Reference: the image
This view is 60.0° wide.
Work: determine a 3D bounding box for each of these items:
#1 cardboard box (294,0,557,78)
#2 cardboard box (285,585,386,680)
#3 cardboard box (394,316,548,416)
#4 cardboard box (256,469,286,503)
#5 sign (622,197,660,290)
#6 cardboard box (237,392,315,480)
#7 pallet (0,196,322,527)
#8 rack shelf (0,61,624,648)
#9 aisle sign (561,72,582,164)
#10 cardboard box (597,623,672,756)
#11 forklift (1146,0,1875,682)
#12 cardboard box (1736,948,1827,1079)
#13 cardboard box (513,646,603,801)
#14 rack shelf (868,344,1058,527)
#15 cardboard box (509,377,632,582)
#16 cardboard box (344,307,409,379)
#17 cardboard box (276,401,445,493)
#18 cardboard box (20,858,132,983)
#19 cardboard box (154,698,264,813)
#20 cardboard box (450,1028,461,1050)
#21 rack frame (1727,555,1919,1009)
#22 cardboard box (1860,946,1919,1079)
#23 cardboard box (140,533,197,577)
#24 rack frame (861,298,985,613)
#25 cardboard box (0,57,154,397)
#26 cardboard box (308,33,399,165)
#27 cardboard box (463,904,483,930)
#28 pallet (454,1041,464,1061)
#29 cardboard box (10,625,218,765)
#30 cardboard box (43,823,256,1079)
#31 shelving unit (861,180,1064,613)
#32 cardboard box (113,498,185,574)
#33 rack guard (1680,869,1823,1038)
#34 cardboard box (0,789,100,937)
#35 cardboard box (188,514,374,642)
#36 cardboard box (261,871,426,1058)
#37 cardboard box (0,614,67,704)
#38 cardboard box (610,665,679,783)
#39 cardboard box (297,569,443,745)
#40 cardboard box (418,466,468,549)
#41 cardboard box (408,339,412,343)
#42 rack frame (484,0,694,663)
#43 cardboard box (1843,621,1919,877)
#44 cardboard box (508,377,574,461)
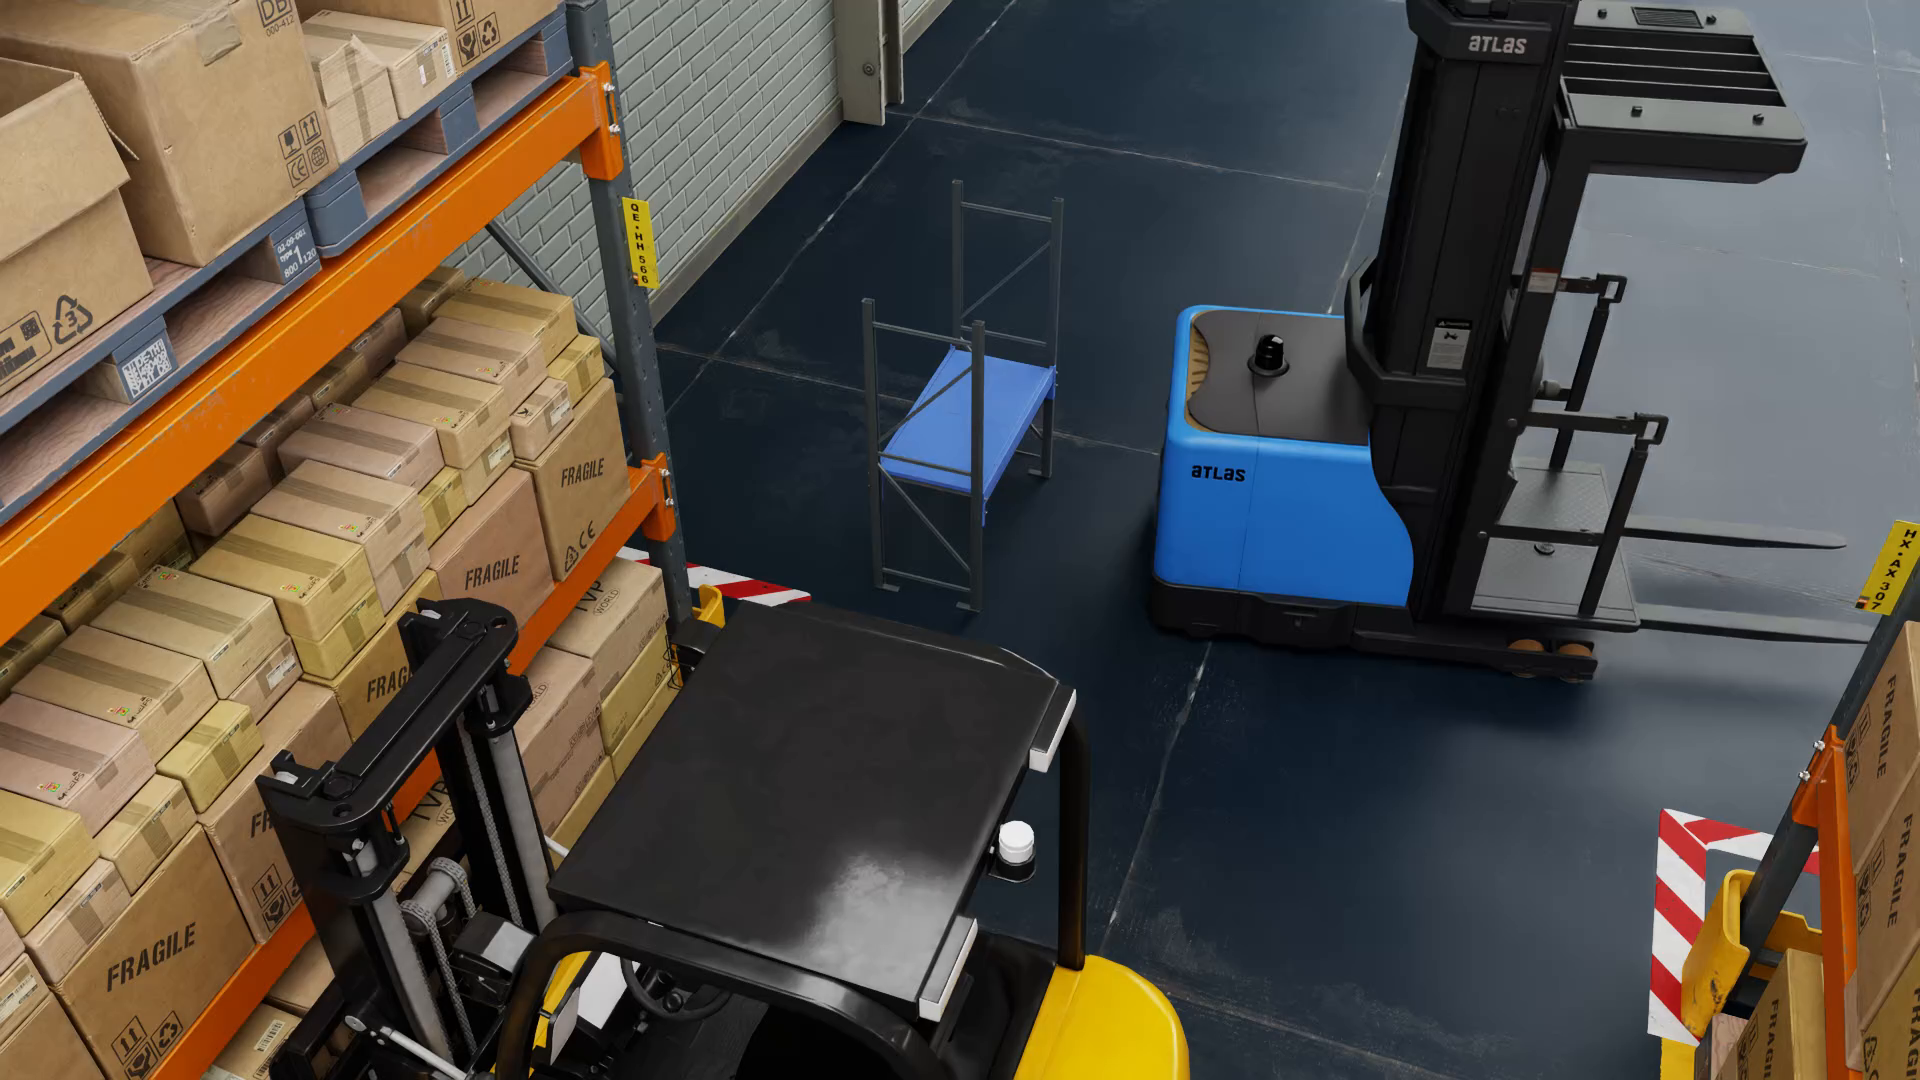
[{"bbox_3d":[-1.476,-1.622,4.505,0.500,0.500,0.500,15,43,16],"label":"cardboard box"},{"bbox_3d":[-1.825,0.207,4.573,0.380,0.149,0.250,14,42,15],"label":"cardboard box"},{"bbox_3d":[-1.533,-0.545,5.225,0.380,0.149,0.250,13,42,15],"label":"cardboard box"},{"bbox_3d":[-2.180,-0.237,5.094,0.380,0.149,0.250,12,42,14],"label":"cardboard box"},{"bbox_3d":[-1.049,-0.971,5.456,0.100,0.325,0.005,13,42,15],"label":"sign"},{"bbox_3d":[-2.166,-0.346,4.992,0.380,0.149,0.250,14,42,15],"label":"cardboard box"},{"bbox_3d":[-2.235,-0.505,3.741,1.003,0.211,1.213,13,42,15],"label":"pallet"},{"bbox_3d":[-2.238,-0.217,3.890,1.077,0.370,4.000,13,42,15],"label":"rack shelf"},{"bbox_3d":[-1.255,-1.533,5.187,0.394,0.787,0.004,13,42,15],"label":"aisle sign"},{"bbox_3d":[-1.427,0.493,6.225,0.500,0.250,0.500,13,42,15],"label":"cardboard box"},{"bbox_3d":[2.371,-0.887,6.485,3.031,2.935,1.130,5,41,6],"label":"forklift"},{"bbox_3d":[2.569,1.576,4.762,0.500,0.500,0.500,12,42,14],"label":"cardboard box"},{"bbox_3d":[-1.587,0.599,5.715,0.500,0.250,0.500,14,42,16],"label":"cardboard box"},{"bbox_3d":[0.029,-0.486,7.395,0.538,0.185,1.000,13,42,15],"label":"rack shelf"},{"bbox_3d":[-1.475,-0.249,5.607,0.500,0.500,0.500,12,42,14],"label":"cardboard box"},{"bbox_3d":[-2.019,-0.662,5.362,0.380,0.149,0.250,15,43,17],"label":"cardboard box"},{"bbox_3d":[-1.752,-0.244,4.872,0.380,0.149,0.250,14,42,15],"label":"cardboard box"},{"bbox_3d":[-2.170,0.832,3.840,0.380,0.149,0.250,13,42,15],"label":"cardboard box"},{"bbox_3d":[-2.018,0.511,4.217,0.380,0.149,0.250,12,42,14],"label":"cardboard box"},{"bbox_3d":[-1.933,1.600,5.313,0.500,0.250,0.500,15,43,16],"label":"cardboard box"},{"bbox_3d":[3.112,0.530,4.771,1.000,3.000,0.127,13,42,15],"label":"rack frame"},{"bbox_3d":[2.342,1.234,3.640,0.500,0.500,0.500,13,42,14],"label":"cardboard box"},{"bbox_3d":[-2.420,0.064,4.741,0.380,0.149,0.250,15,43,17],"label":"cardboard box"},{"bbox_3d":[-0.145,-0.313,6.914,0.500,1.500,0.032,13,42,15],"label":"rack frame"},{"bbox_3d":[-2.156,-0.673,3.390,0.797,0.503,0.637,15,43,16],"label":"cardboard box"},{"bbox_3d":[-1.639,-1.130,4.109,0.396,0.266,0.258,13,42,15],"label":"cardboard box"},{"bbox_3d":[-1.765,1.116,5.494,0.500,0.250,0.500,12,42,14],"label":"cardboard box"},{"bbox_3d":[-2.195,1.709,5.538,1.003,0.211,1.213,13,42,15],"label":"pallet"},{"bbox_3d":[-2.099,0.384,4.136,0.380,0.149,0.250,13,42,15],"label":"cardboard box"},{"bbox_3d":[-2.190,0.989,4.156,0.500,0.500,0.500,13,42,15],"label":"cardboard box"},{"bbox_3d":[0.029,-0.623,7.278,0.538,1.500,1.048,13,42,15],"label":"shelving unit"},{"bbox_3d":[-2.415,-0.042,4.635,0.380,0.149,0.250,12,42,14],"label":"cardboard box"},{"bbox_3d":[3.086,1.527,5.528,1.175,0.500,0.348,13,42,15],"label":"rack guard"},{"bbox_3d":[-2.203,0.708,3.757,0.380,0.149,0.250,13,42,14],"label":"cardboard box"},{"bbox_3d":[-1.821,0.099,4.471,0.380,0.149,0.250,14,42,16],"label":"cardboard box"},{"bbox_3d":[-1.931,1.217,4.991,0.500,0.250,0.500,12,42,14],"label":"cardboard box"},{"bbox_3d":[-2.512,0.289,4.248,0.380,0.149,0.250,14,43,16],"label":"cardboard box"},{"bbox_3d":[-1.418,0.674,6.398,0.500,0.250,0.500,14,42,15],"label":"cardboard box"},{"bbox_3d":[-1.836,0.378,4.873,0.500,0.500,0.500,13,42,14],"label":"cardboard box"},{"bbox_3d":[-1.710,-0.125,4.962,0.380,0.149,0.250,13,42,15],"label":"cardboard box"},{"bbox_3d":[-1.914,-0.705,5.642,0.380,0.149,0.250,12,42,14],"label":"cardboard box"},{"bbox_3d":[-1.554,-0.569,6.060,1.000,3.000,0.127,13,42,15],"label":"rack frame"},{"bbox_3d":[2.689,0.606,4.376,0.500,0.500,0.500,13,42,14],"label":"cardboard box"},{"bbox_3d":[-1.469,-0.418,5.306,0.380,0.149,0.250,14,42,16],"label":"cardboard box"}]
